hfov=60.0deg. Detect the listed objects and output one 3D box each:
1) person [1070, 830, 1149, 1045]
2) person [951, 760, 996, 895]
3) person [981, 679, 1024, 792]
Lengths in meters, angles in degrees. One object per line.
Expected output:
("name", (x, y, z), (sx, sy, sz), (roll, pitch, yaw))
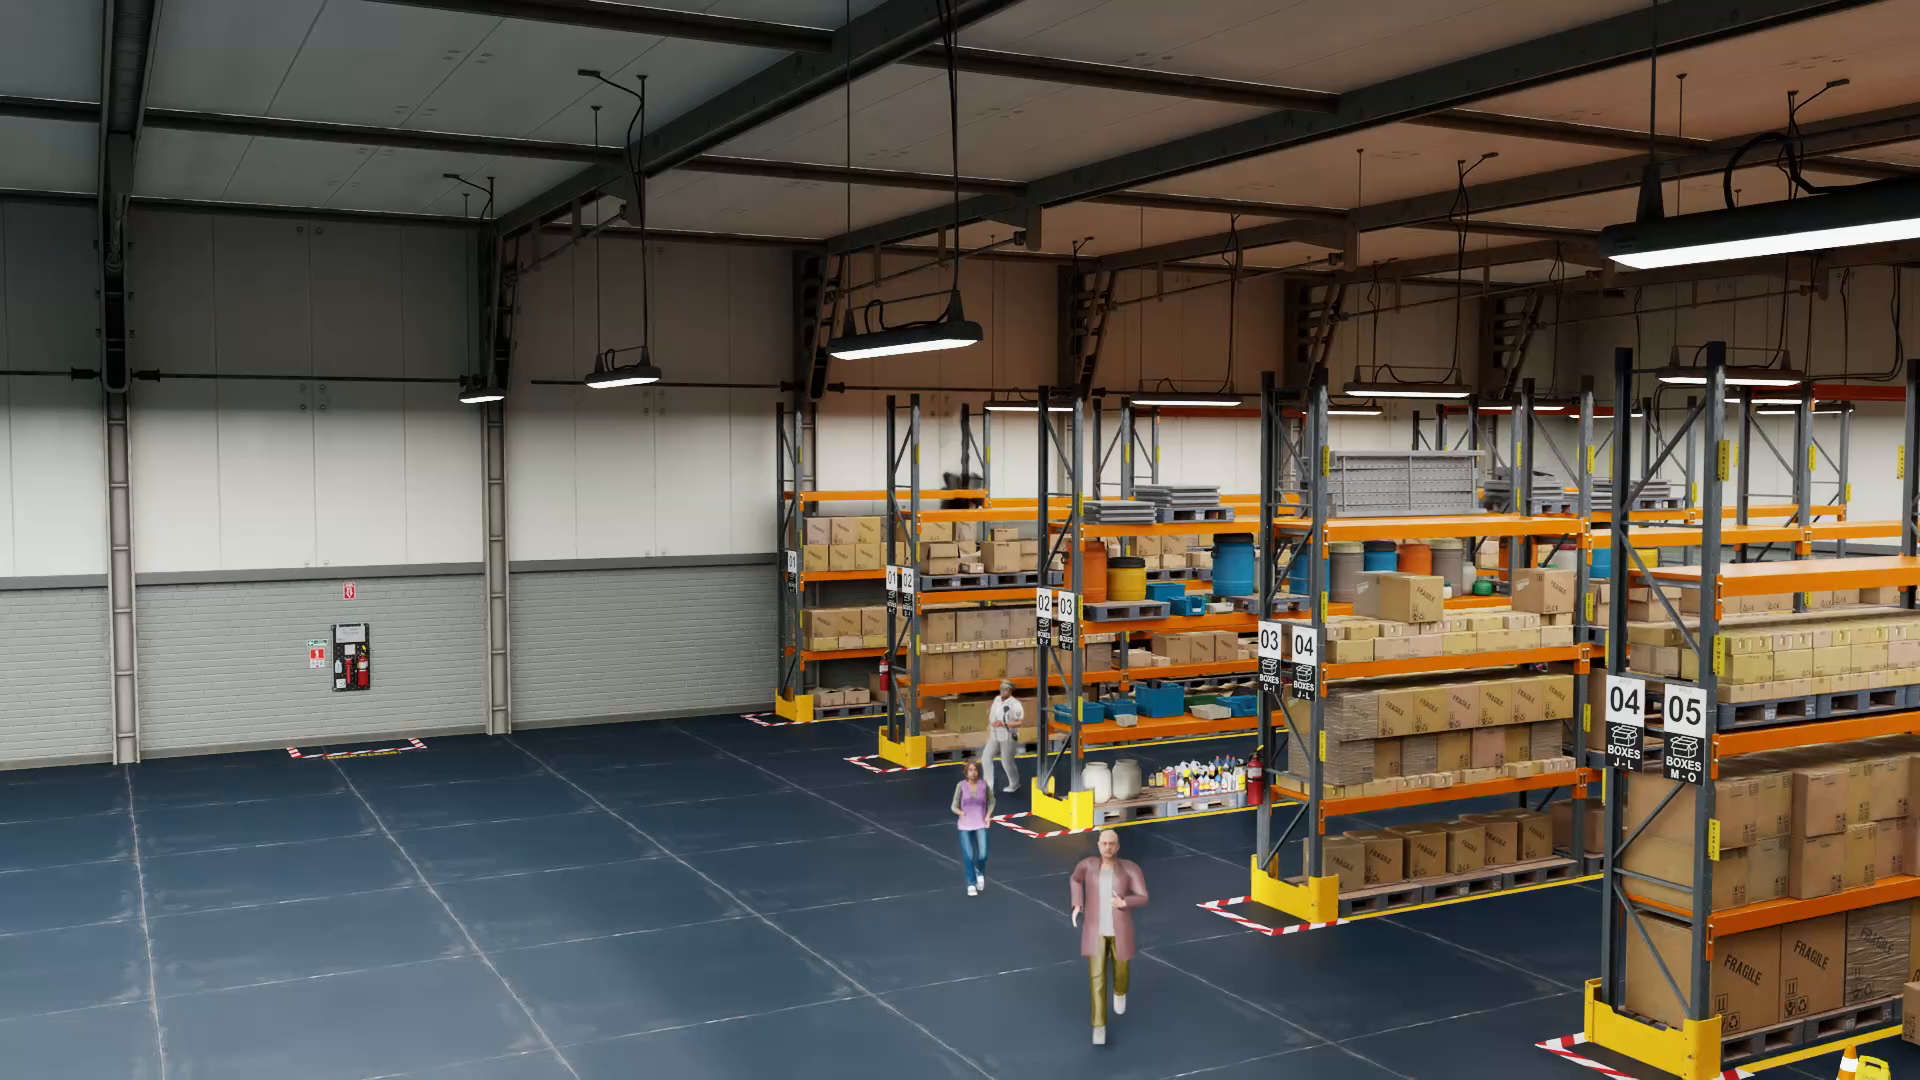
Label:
("person", (1.302, 3.426, 14.637), (0.710, 1.754, 1.055), (0, 3, 8))
("person", (0.161, 3.314, 18.993), (0.523, 1.536, 0.534), (0, 3, -3))
("person", (0.679, 2.936, 24.433), (0.649, 1.834, 0.774), (3, 4, 38))
